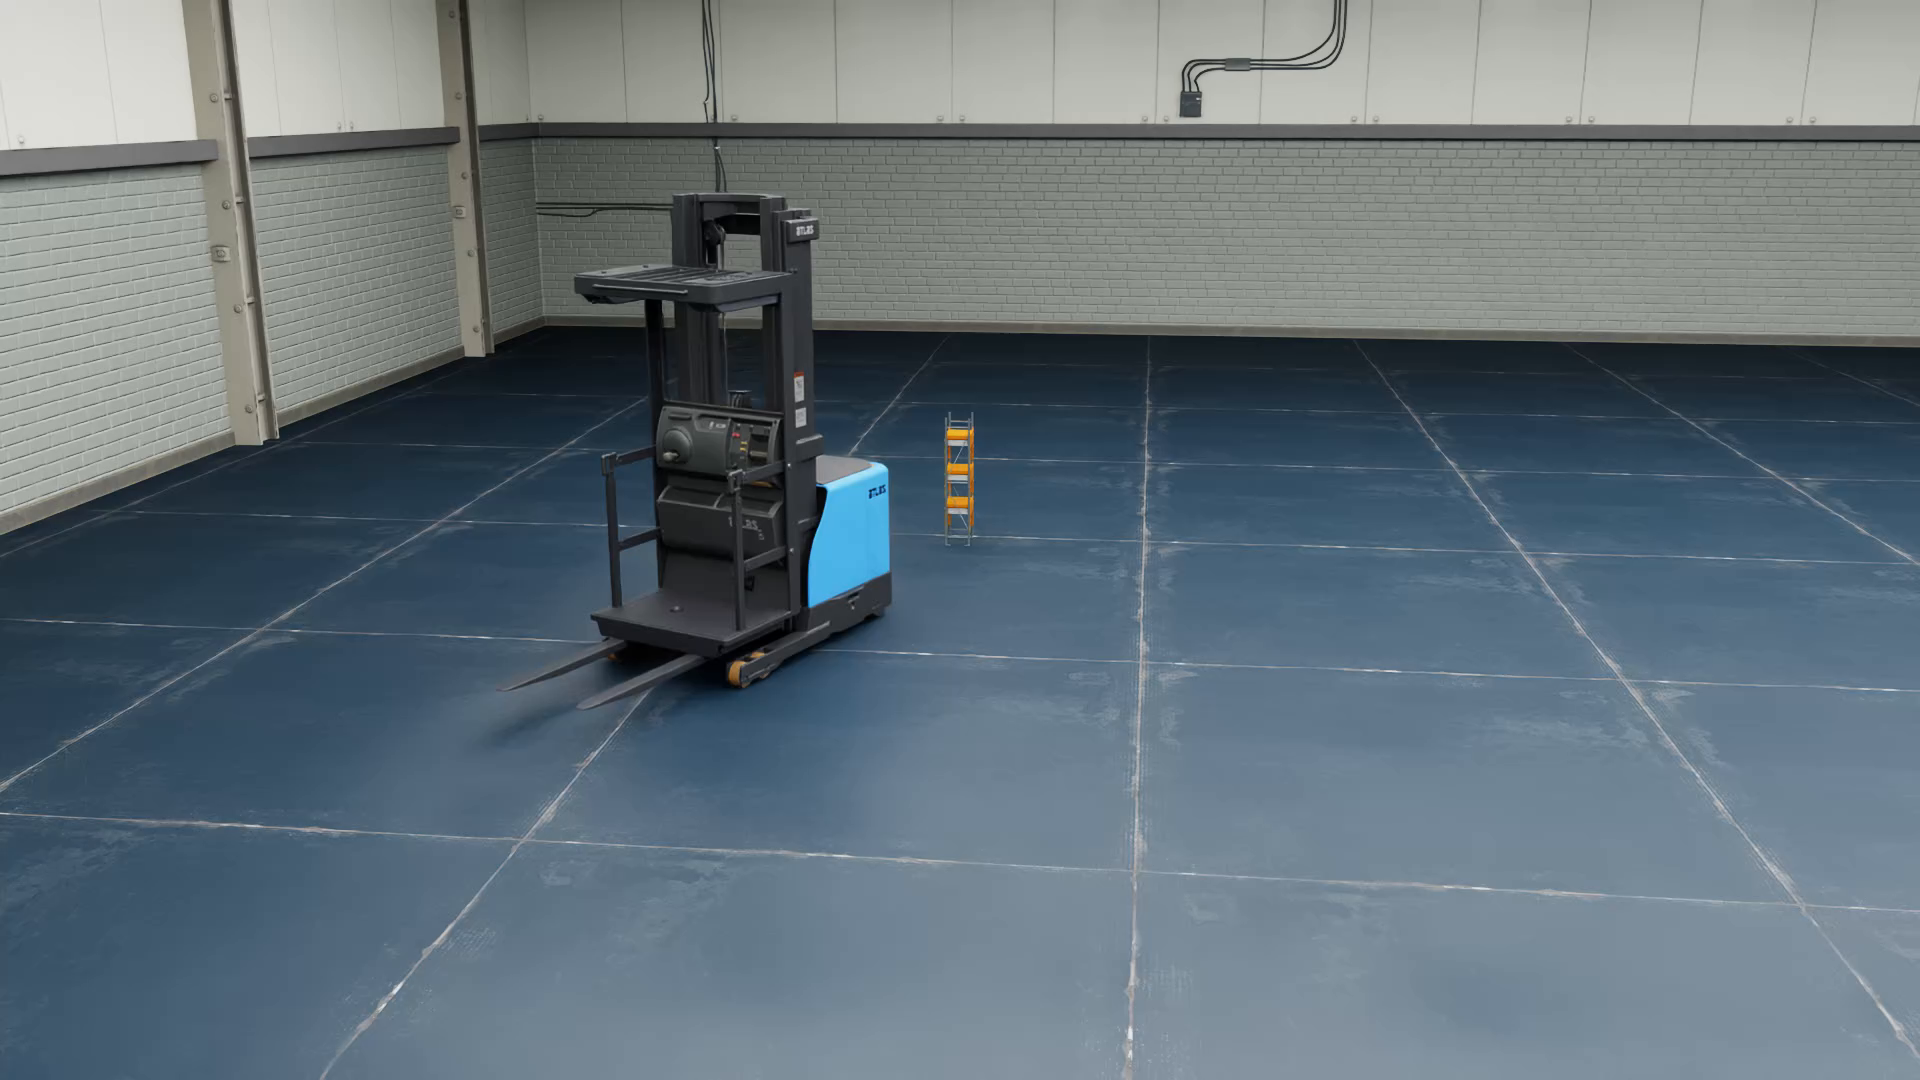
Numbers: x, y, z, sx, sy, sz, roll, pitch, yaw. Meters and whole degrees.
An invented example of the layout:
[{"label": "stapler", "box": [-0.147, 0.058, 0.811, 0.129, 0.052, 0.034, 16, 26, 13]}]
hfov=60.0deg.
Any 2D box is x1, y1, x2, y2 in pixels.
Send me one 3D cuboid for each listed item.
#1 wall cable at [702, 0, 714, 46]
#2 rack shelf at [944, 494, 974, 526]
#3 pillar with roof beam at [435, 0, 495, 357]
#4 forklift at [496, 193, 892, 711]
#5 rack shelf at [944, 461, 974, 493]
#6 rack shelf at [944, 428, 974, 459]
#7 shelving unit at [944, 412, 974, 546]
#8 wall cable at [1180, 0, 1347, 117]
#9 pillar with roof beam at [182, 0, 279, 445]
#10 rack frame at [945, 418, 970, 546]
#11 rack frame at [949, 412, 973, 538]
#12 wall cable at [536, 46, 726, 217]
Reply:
[{"label": "wall cable", "box": [-2.400, -8.526, 24.227, 3.097, 2.526, 0.112, 2, 15, 6]}, {"label": "rack shelf", "box": [-0.006, -0.214, 13.549, 0.215, 0.259, 0.240, 2, 15, 6]}, {"label": "pillar with roof beam", "box": [-2.457, -6.815, 21.625, 9.100, 9.000, 0.400, 2, 15, 6]}, {"label": "forklift", "box": [-1.648, -0.637, 10.402, 1.130, 2.935, 3.031, 8, 17, 29]}, {"label": "rack shelf", "box": [-0.006, -0.483, 13.476, 0.215, 0.259, 0.240, 2, 15, 6]}, {"label": "rack shelf", "box": [-0.006, -0.757, 13.402, 0.215, 0.259, 0.240, 2, 15, 6]}, {"label": "shelving unit", "box": [-0.006, -0.493, 13.474, 0.215, 1.050, 0.252, 2, 15, 6]}, {"label": "wall cable", "box": [4.343, -9.025, 23.282, 2.305, 6.003, 0.169, 2, 15, 6]}, {"label": "pillar with roof beam", "box": [-3.134, -5.259, 15.870, 9.100, 9.000, 0.400, 2, 15, 6]}, {"label": "rack frame", "box": [-0.020, -0.461, 13.357, 0.200, 1.050, 0.008, 2, 15, 6]}, {"label": "rack frame", "box": [0.008, -0.525, 13.591, 0.200, 1.050, 0.008, 2, 15, 6]}, {"label": "wall cable", "box": [-5.088, -6.168, 25.181, 3.097, 2.526, 0.112, 2, 15, 6]}]
